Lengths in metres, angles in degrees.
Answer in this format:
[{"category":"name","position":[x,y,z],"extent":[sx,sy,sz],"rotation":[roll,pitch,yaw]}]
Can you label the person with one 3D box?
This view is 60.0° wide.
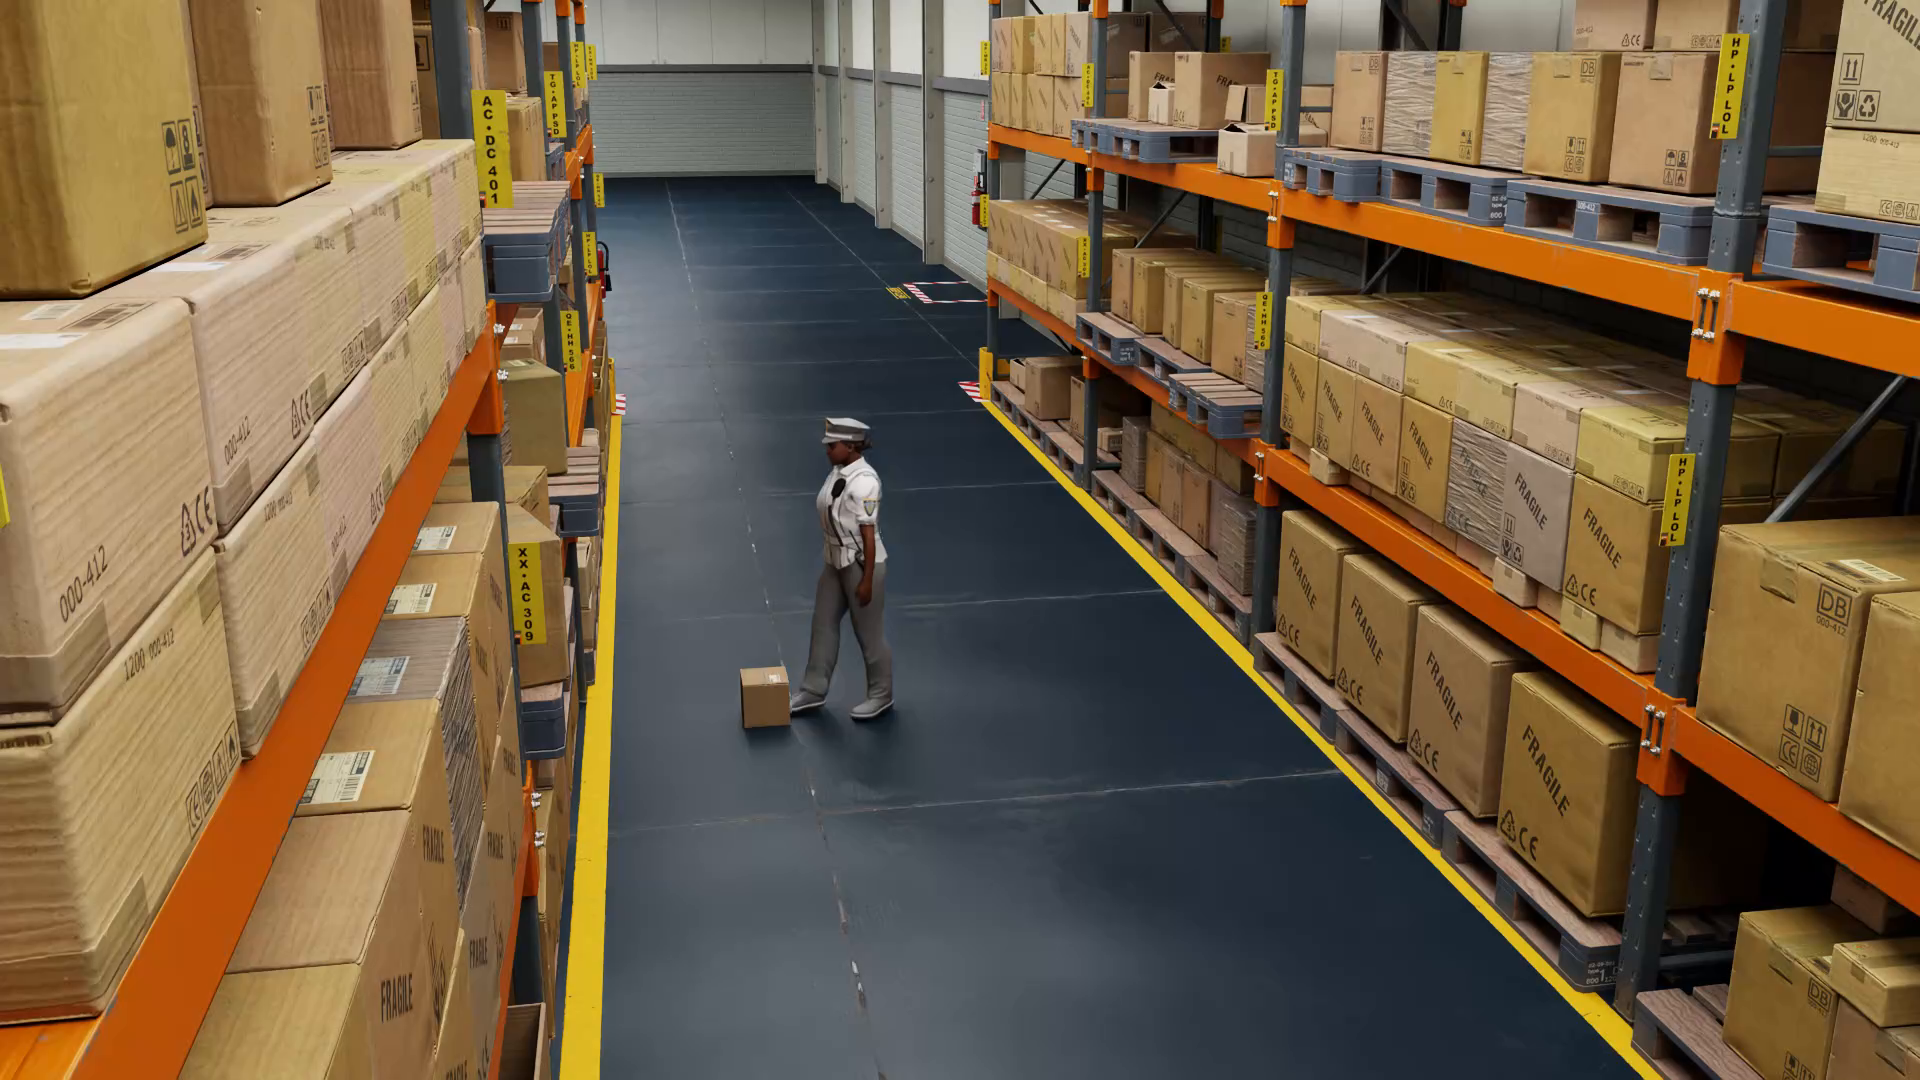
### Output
[{"category":"person","position":[-0.668,0.164,8.937],"extent":[0.626,1.662,0.459],"rotation":[-9,19,-27]}]
